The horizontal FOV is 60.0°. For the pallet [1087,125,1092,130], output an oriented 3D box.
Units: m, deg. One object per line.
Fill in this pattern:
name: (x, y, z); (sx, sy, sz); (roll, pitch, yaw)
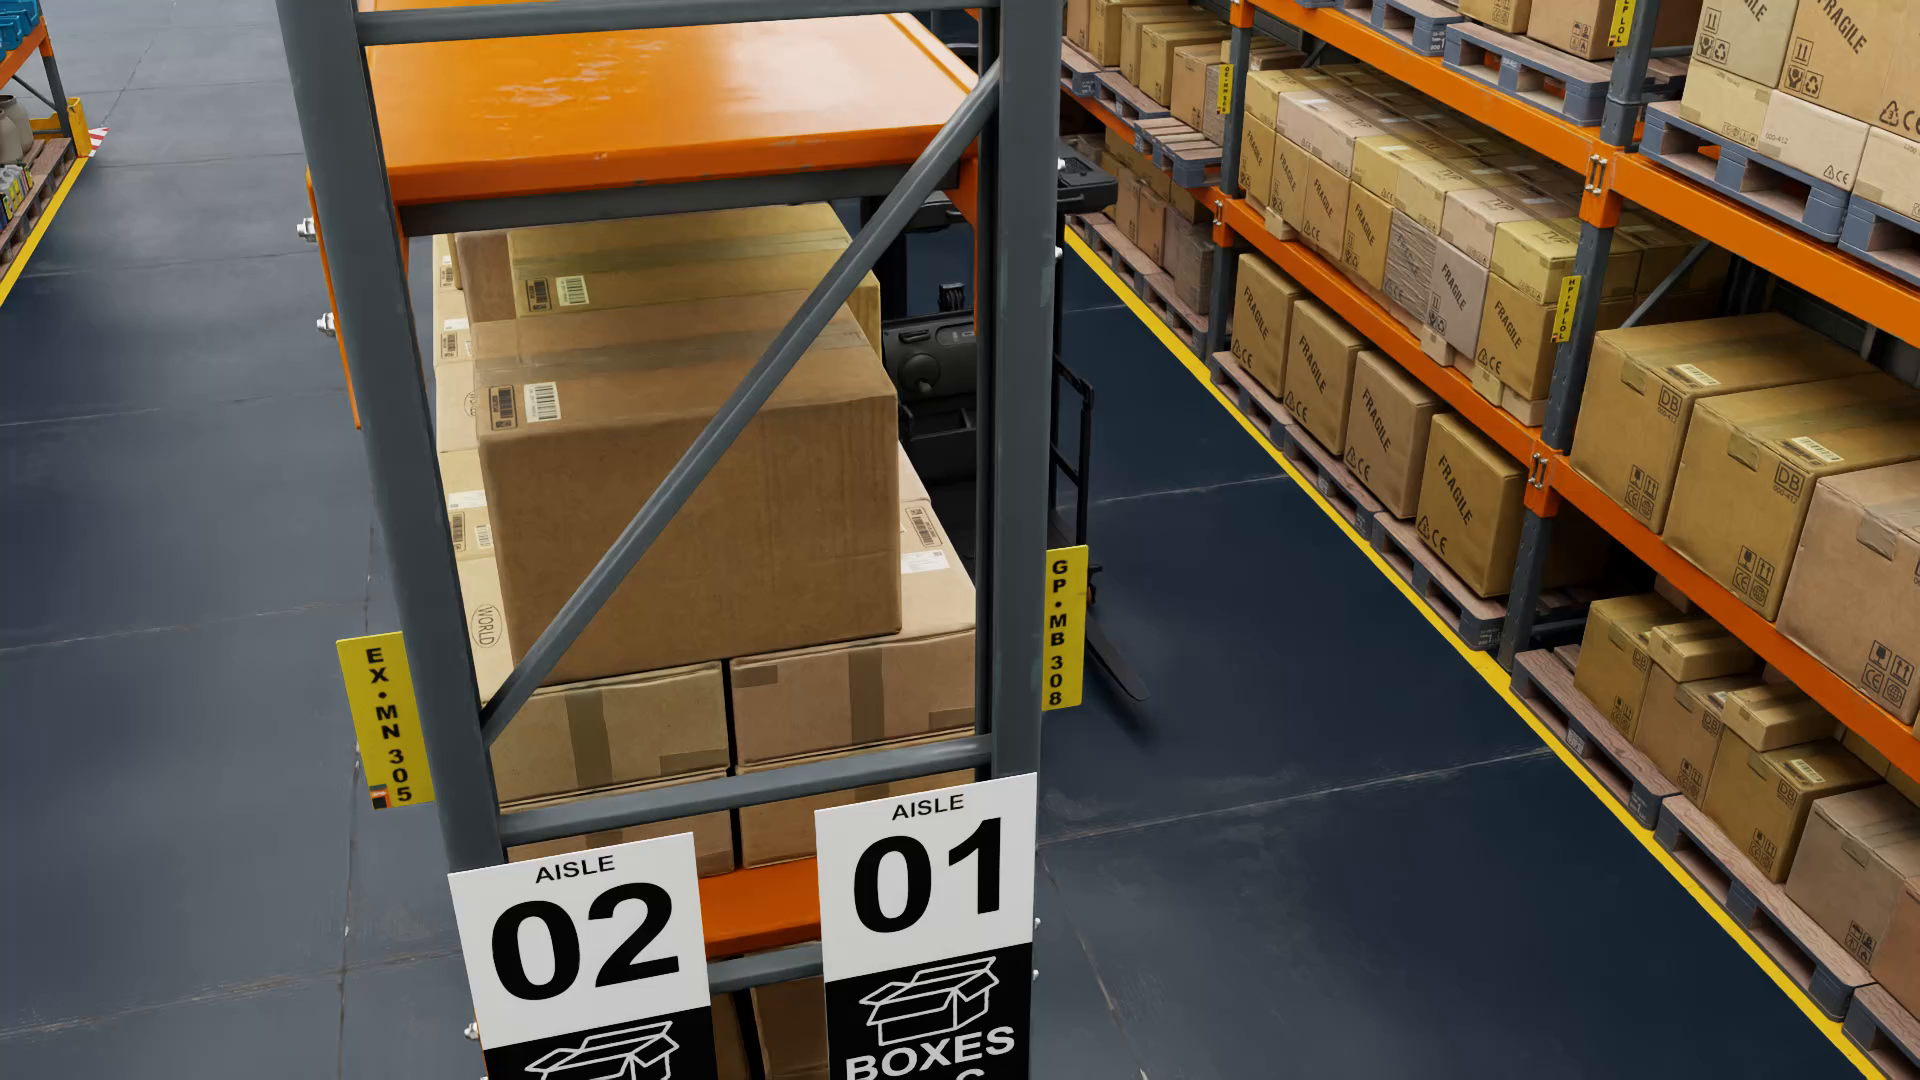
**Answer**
pallet: (0.693, -4.255, 17.121); (1.003, 0.211, 1.213); (-8, 31, -13)

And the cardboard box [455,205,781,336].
cardboard box: (-0.796, -0.595, 3.923); (0.700, 0.500, 0.500); (-8, 31, -13)

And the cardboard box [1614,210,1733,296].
cardboard box: (3.485, -1.450, 8.326); (0.500, 0.250, 0.500); (-7, 31, -12)

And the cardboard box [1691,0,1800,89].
cardboard box: (3.275, -2.089, 6.483); (0.500, 0.500, 0.500); (-8, 31, -14)

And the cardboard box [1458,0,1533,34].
cardboard box: (3.018, -2.919, 8.497); (0.700, 0.500, 0.500); (-8, 31, -14)

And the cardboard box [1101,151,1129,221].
cardboard box: (1.630, -3.064, 14.336); (0.700, 0.500, 0.500); (-8, 31, -14)

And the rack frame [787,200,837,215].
rack frame: (-0.860, -1.231, 10.011); (0.015, 2.100, 0.400); (23, 37, 34)

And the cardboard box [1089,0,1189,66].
cardboard box: (1.476, -4.264, 13.814); (0.700, 0.500, 0.500); (-5, 30, -8)

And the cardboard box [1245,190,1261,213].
cardboard box: (2.159, -2.330, 11.242); (0.380, 0.149, 0.250); (-8, 31, -14)

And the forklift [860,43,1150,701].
forklift: (0.111, -0.954, 8.703); (1.130, 2.935, 3.031); (-10, 32, -17)

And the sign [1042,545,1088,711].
sign: (0.166, 0.156, 2.850); (0.100, 0.325, 0.005); (-8, 31, -13)

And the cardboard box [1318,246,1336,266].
cardboard box: (2.469, -1.838, 10.393); (0.380, 0.149, 0.250); (-7, 31, -12)

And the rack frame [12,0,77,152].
rack frame: (-9.381, -5.166, 15.912); (1.000, 3.000, 0.127); (-8, 31, -13)

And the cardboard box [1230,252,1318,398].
cardboard box: (2.363, -1.498, 11.302); (0.750, 0.750, 0.750); (-8, 31, -14)

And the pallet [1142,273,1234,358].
pallet: (2.089, -1.790, 12.863); (1.003, 0.211, 1.213); (-8, 31, -13)

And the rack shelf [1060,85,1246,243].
rack shelf: (1.764, -3.274, 13.361); (1.077, 0.370, 4.000); (-8, 31, -13)

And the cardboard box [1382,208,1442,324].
cardboard box: (2.721, -1.547, 9.242); (0.500, 0.500, 0.500); (-8, 31, -13)

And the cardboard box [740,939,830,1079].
cardboard box: (-0.221, 1.179, 3.851); (0.500, 0.500, 0.500); (-7, 31, -12)

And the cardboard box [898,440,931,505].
cardboard box: (-0.368, -0.070, 3.764); (0.500, 0.250, 0.500); (-8, 31, -13)

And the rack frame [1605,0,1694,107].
rack frame: (3.356, -3.284, 6.672); (1.000, 3.000, 0.127); (-8, 31, -13)

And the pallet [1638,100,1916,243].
pallet: (3.563, -1.551, 6.760); (1.003, 0.211, 1.213); (-8, 31, -13)

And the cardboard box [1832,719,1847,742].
cardboard box: (3.887, 0.714, 7.182); (0.380, 0.149, 0.250); (-8, 31, -13)

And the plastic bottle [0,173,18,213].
plastic bottle: (-8.296, -3.020, 14.409); (0.144, 0.351, 0.185); (-8, 31, -14)

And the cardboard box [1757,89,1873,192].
cardboard box: (3.407, -1.529, 6.265); (0.500, 0.250, 0.500); (-9, 31, -14)

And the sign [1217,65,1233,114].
sign: (1.774, -3.010, 11.110); (0.100, 0.325, 0.005); (-8, 31, -13)

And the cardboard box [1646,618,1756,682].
cardboard box: (3.371, 0.496, 7.558); (0.380, 0.149, 0.250); (-7, 31, -12)

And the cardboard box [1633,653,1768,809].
cardboard box: (3.586, 0.830, 7.628); (0.700, 0.500, 0.500); (-8, 31, -14)

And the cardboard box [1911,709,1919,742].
cardboard box: (4.069, 0.520, 5.790); (0.980, 0.700, 0.700); (-8, 31, -14)

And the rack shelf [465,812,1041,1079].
rack shelf: (-0.888, -0.048, 4.794); (1.077, 0.370, 4.000); (-8, 31, -13)

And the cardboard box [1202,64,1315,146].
cardboard box: (2.160, -3.079, 11.767); (0.700, 0.500, 0.500); (-12, 32, -19)

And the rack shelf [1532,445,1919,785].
rack shelf: (3.887, 0.590, 6.686); (1.077, 0.370, 4.000); (-8, 31, -13)

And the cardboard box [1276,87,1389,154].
cardboard box: (2.310, -2.612, 10.334); (0.500, 0.250, 0.500); (-8, 31, -14)

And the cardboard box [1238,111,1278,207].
cardboard box: (2.177, -2.532, 10.944); (0.500, 0.500, 0.500); (-7, 31, -12)

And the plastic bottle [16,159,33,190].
plastic bottle: (-8.422, -3.298, 14.957); (0.061, 0.283, 0.133); (-7, 31, -12)

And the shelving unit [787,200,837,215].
shelving unit: (-1.047, -1.310, 10.148); (0.503, 2.100, 0.431); (23, 37, 34)

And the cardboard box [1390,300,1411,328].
cardboard box: (2.699, -1.333, 9.520); (0.380, 0.149, 0.250); (-9, 31, -15)

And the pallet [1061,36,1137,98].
pallet: (1.295, -4.080, 14.227); (1.003, 0.211, 1.213); (-8, 31, -13)

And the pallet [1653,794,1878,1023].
pallet: (3.810, 1.487, 7.201); (1.003, 0.211, 1.213); (-8, 31, -13)

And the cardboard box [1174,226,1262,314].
cardboard box: (2.053, -2.069, 12.617); (0.700, 0.500, 0.500); (-7, 31, -13)

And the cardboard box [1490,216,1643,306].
cardboard box: (2.986, -1.384, 8.213); (0.500, 0.250, 0.500); (-7, 31, -12)

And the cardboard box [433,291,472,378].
cardboard box: (-1.140, -0.483, 4.478); (0.500, 0.250, 0.500); (-8, 31, -13)

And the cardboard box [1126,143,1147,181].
cardboard box: (1.706, -3.168, 13.768); (0.500, 0.250, 0.500); (-9, 31, -15)

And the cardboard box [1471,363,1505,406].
cardboard box: (2.904, -0.832, 8.655); (0.380, 0.149, 0.250); (-7, 31, -12)

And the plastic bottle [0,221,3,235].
plastic bottle: (-8.133, -2.723, 13.897); (0.144, 0.351, 0.185); (-7, 31, -12)

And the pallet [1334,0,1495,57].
pallet: (2.816, -2.992, 9.351); (1.003, 0.211, 1.213); (-6, 31, -11)
